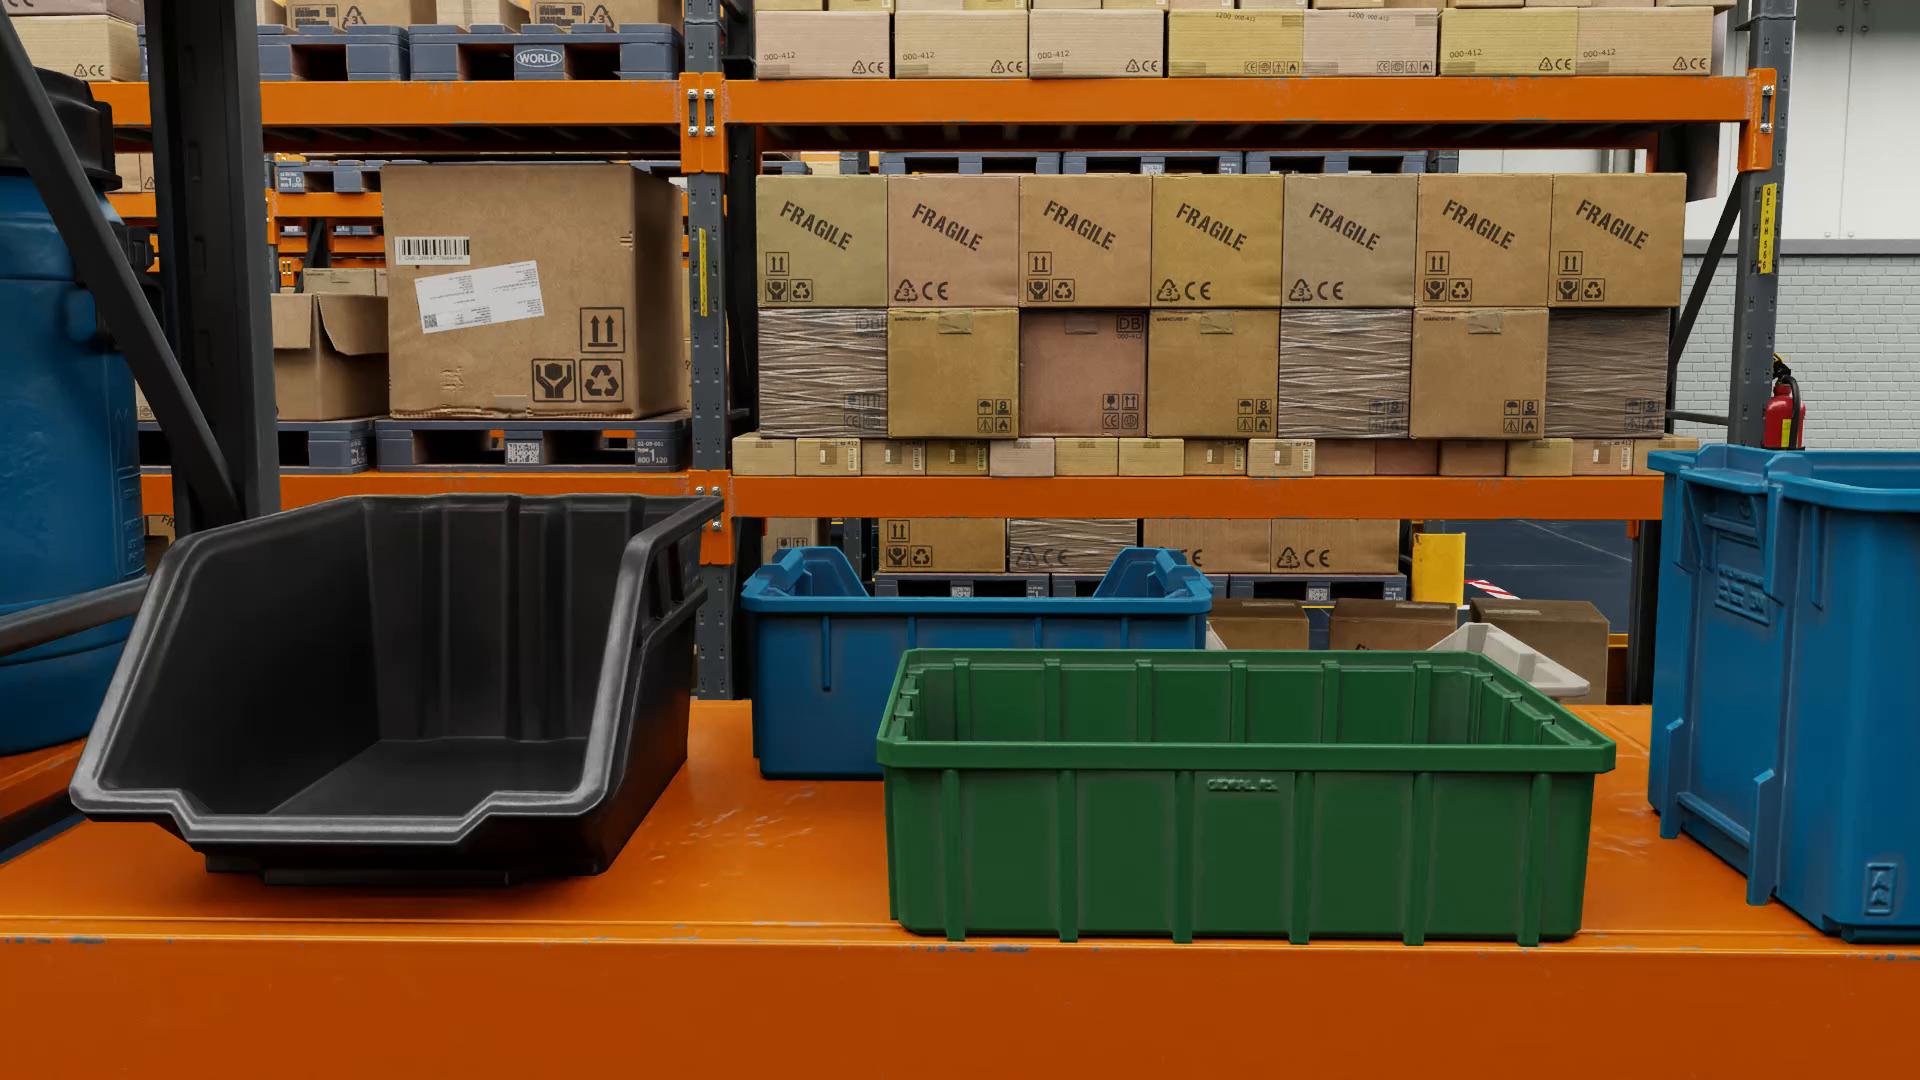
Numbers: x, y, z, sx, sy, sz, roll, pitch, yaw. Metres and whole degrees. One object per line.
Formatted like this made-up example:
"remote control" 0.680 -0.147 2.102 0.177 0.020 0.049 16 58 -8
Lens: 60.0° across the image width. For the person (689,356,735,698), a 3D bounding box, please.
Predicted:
"person" -1.204 -0.082 8.481 0.426 1.774 0.642 -1 7 -7
